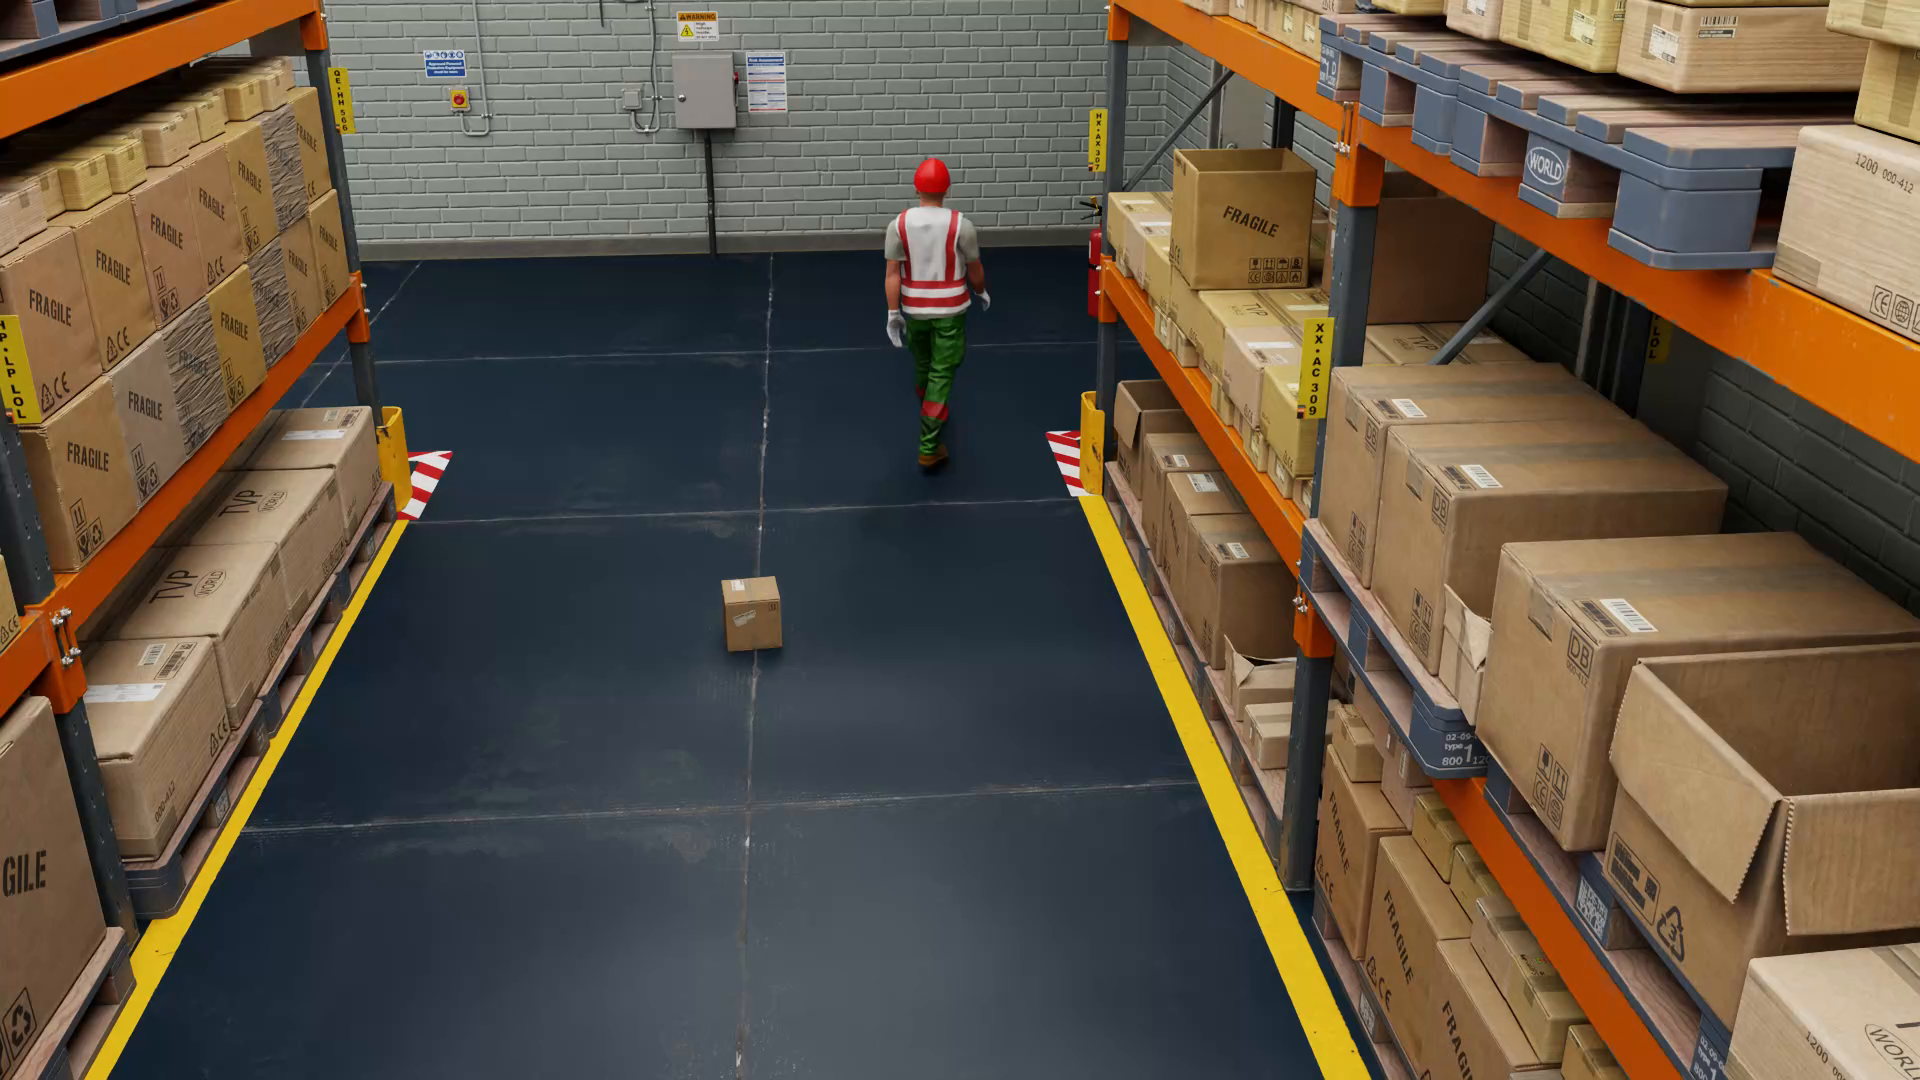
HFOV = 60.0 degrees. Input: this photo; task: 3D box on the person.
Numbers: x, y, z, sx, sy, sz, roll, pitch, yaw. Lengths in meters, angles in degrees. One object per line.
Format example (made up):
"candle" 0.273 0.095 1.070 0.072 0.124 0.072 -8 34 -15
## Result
"person" -0.109 -1.402 9.755 0.530 1.722 1.021 6 24 14
